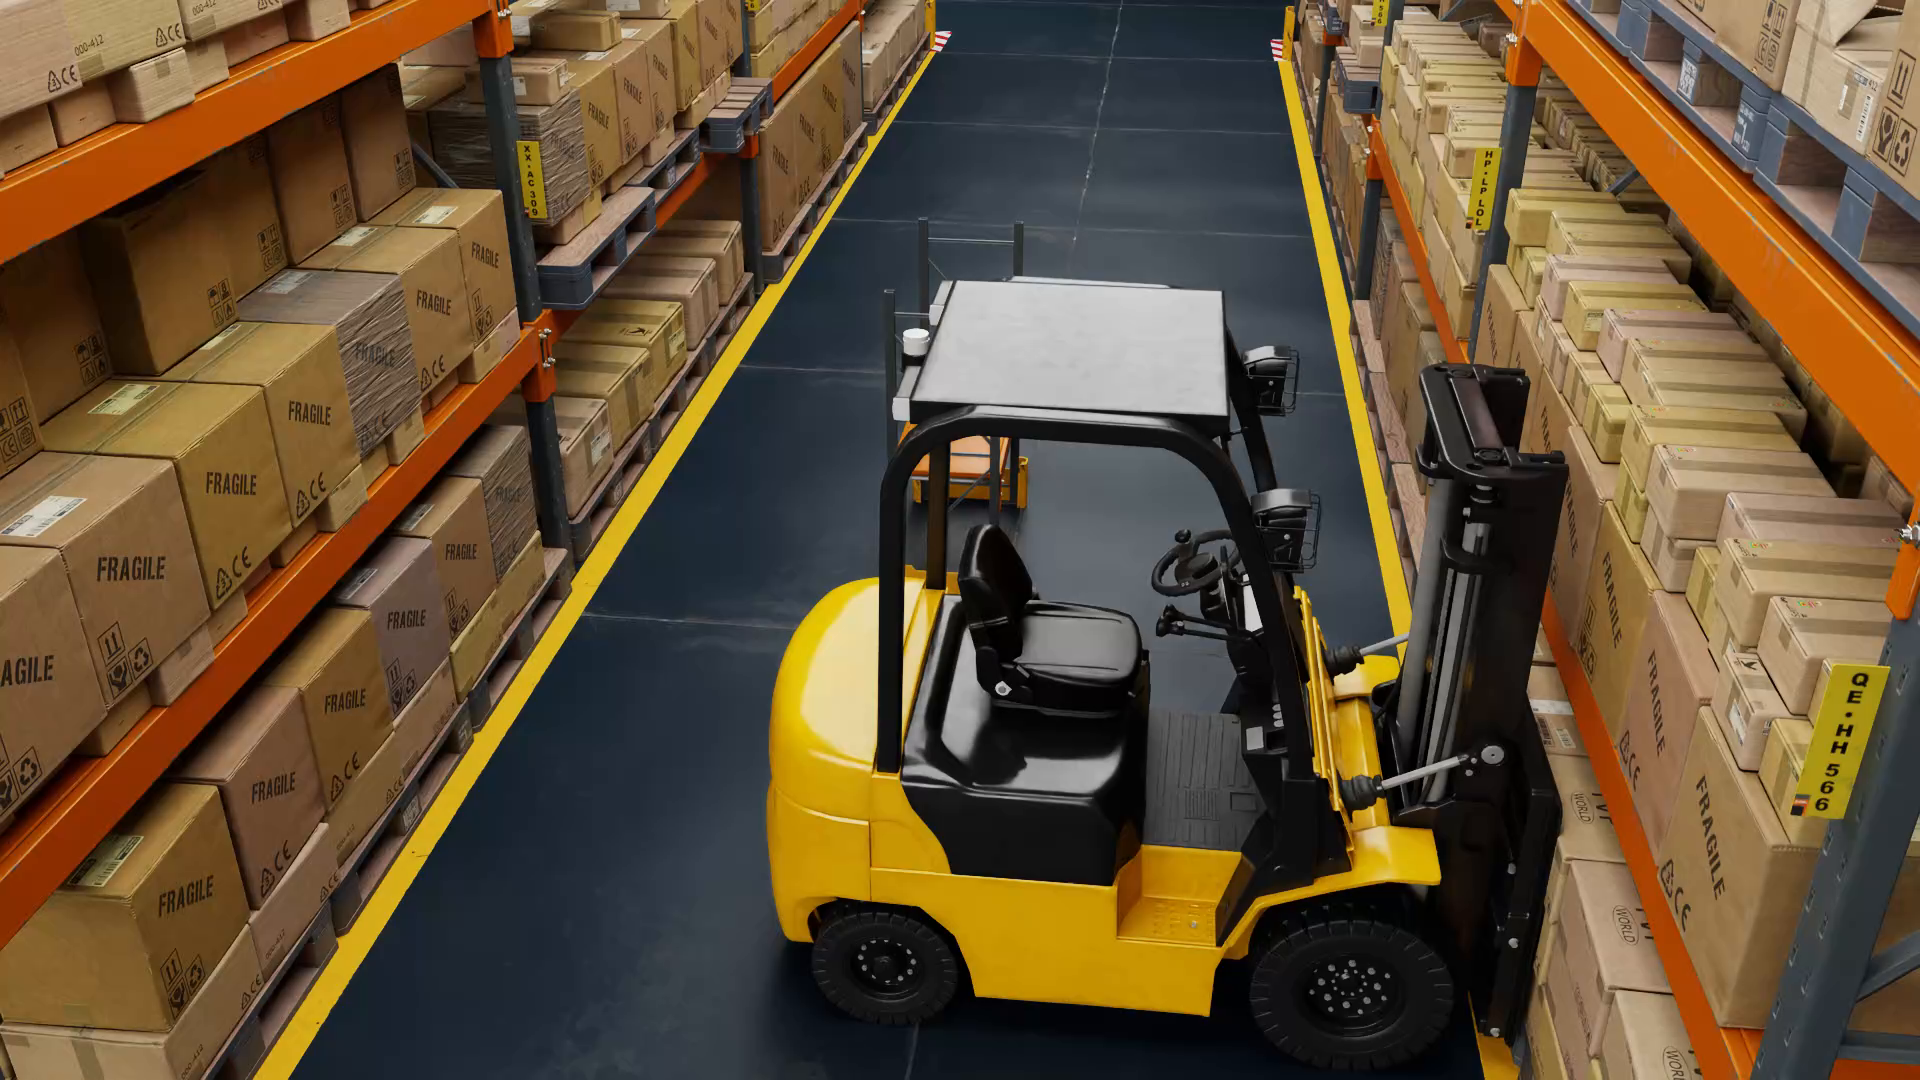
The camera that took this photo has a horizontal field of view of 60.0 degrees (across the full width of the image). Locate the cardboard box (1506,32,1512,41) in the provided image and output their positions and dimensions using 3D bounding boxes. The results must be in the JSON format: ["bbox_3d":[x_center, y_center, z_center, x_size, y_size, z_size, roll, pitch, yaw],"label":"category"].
[{"bbox_3d":[3.318,-2.788,9.474,0.380,0.149,0.250,4,29,8],"label":"cardboard box"}]

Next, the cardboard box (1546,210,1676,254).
[{"bbox_3d":[2.329,-1.069,5.968,0.380,0.149,0.250,4,29,7],"label":"cardboard box"}]

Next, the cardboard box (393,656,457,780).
[{"bbox_3d":[-2.267,0.653,6.332,0.500,0.250,0.500,4,29,7],"label":"cardboard box"}]

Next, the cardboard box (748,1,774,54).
[{"bbox_3d":[-1.542,-3.418,11.063,0.500,0.250,0.500,3,28,6],"label":"cardboard box"}]

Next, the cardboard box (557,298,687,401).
[{"bbox_3d":[-2.109,-1.098,9.454,0.950,0.372,0.625,4,29,8],"label":"cardboard box"}]

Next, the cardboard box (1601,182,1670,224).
[{"bbox_3d":[2.844,-1.353,6.809,0.380,0.149,0.250,3,28,5],"label":"cardboard box"}]

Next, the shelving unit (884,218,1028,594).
[{"bbox_3d":[-0.009,-0.624,7.828,0.587,1.500,1.083,3,28,6],"label":"shelving unit"}]

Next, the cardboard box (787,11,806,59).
[{"bbox_3d":[-1.424,-3.679,12.074,0.500,0.250,0.500,4,29,8],"label":"cardboard box"}]

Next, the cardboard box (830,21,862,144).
[{"bbox_3d":[-1.355,-3.876,14.079,0.875,0.875,0.875,4,29,8],"label":"cardboard box"}]

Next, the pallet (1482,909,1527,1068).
[{"bbox_3d":[2.302,1.305,5.605,1.003,0.211,1.213,3,28,6],"label":"pallet"}]

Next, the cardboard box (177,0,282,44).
[{"bbox_3d":[-2.311,-1.602,4.743,0.500,0.250,0.500,4,29,7],"label":"cardboard box"}]

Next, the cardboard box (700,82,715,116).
[{"bbox_3d":[-1.642,-2.577,9.692,0.380,0.149,0.250,2,28,4],"label":"cardboard box"}]

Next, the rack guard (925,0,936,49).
[{"bbox_3d":[-0.866,-5.717,18.334,1.175,0.500,0.348,3,28,6],"label":"rack guard"}]

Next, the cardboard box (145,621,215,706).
[{"bbox_3d":[-2.376,0.332,4.736,0.380,0.149,0.250,4,29,7],"label":"cardboard box"}]

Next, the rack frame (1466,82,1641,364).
[{"bbox_3d":[2.588,-0.870,6.703,1.000,3.000,0.127,3,28,6],"label":"rack frame"}]

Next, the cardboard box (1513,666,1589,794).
[{"bbox_3d":[2.023,0.646,5.290,0.500,0.250,0.500,3,28,5],"label":"cardboard box"}]

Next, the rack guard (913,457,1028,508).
[{"bbox_3d":[0.052,-0.309,8.559,0.587,0.250,0.087,3,28,6],"label":"rack guard"}]

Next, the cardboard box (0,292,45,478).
[{"bbox_3d":[-2.914,-0.380,4.320,0.700,0.500,0.500,4,29,7],"label":"cardboard box"}]

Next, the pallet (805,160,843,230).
[{"bbox_3d":[-1.526,-2.752,13.135,1.003,0.211,1.213,3,28,6],"label":"pallet"}]

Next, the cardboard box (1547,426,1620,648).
[{"bbox_3d":[2.083,-0.001,4.983,0.500,0.500,0.500,4,29,7],"label":"cardboard box"}]

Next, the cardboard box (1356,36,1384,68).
[{"bbox_3d":[2.777,-3.159,10.773,0.380,0.149,0.250,4,29,7],"label":"cardboard box"}]

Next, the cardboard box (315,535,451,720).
[{"bbox_3d":[-2.267,0.312,6.173,0.500,0.500,0.500,5,29,9],"label":"cardboard box"}]

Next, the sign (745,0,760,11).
[{"bbox_3d":[-1.309,-3.488,10.424,0.100,0.325,0.005,3,28,6],"label":"sign"}]

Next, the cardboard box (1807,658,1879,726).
[{"bbox_3d":[1.932,0.371,3.296,0.380,0.149,0.250,3,29,6],"label":"cardboard box"}]

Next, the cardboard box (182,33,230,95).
[{"bbox_3d":[-2.320,-1.356,4.707,0.380,0.149,0.250,3,28,5],"label":"cardboard box"}]

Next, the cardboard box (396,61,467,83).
[{"bbox_3d":[-2.451,-1.981,7.903,0.500,0.500,0.500,4,29,6],"label":"cardboard box"}]

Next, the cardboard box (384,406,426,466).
[{"bbox_3d":[-2.197,-0.399,6.093,0.380,0.149,0.250,3,28,5],"label":"cardboard box"}]

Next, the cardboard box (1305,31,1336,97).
[{"bbox_3d":[3.618,-4.432,15.507,0.700,0.500,0.500,2,28,4],"label":"cardboard box"}]

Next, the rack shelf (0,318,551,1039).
[{"bbox_3d":[-2.584,0.101,5.658,1.077,0.370,4.000,3,28,6],"label":"rack shelf"}]

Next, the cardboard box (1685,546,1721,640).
[{"bbox_3d":[1.998,0.147,4.026,0.380,0.149,0.250,3,28,6],"label":"cardboard box"}]

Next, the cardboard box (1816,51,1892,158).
[{"bbox_3d":[1.898,-0.834,3.190,0.380,0.149,0.250,3,28,5],"label":"cardboard box"}]

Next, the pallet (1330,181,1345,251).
[{"bbox_3d":[3.359,-2.447,12.571,1.003,0.211,1.213,3,28,6],"label":"pallet"}]

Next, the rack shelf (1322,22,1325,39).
[{"bbox_3d":[3.813,-5.261,15.611,1.077,0.370,4.000,3,28,6],"label":"rack shelf"}]

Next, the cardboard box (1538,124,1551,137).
[{"bbox_3d":[3.104,-1.967,8.369,0.500,0.250,0.500,3,28,5],"label":"cardboard box"}]

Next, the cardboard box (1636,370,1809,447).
[{"bbox_3d":[2.114,-0.351,4.636,0.380,0.149,0.250,4,29,7],"label":"cardboard box"}]

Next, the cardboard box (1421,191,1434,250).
[{"bbox_3d":[2.537,-1.526,8.078,0.500,0.250,0.500,4,29,7],"label":"cardboard box"}]

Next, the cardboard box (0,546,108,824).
[{"bbox_3d":[-2.496,0.344,4.030,0.500,0.500,0.500,3,28,5],"label":"cardboard box"}]

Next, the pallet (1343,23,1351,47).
[{"bbox_3d":[3.311,-3.584,11.943,1.003,0.211,1.213,3,28,6],"label":"pallet"}]

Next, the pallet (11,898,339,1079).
[{"bbox_3d":[-2.685,1.537,5.174,1.003,0.211,1.213,3,28,6],"label":"pallet"}]

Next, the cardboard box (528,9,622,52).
[{"bbox_3d":[-1.900,-2.521,8.220,0.380,0.149,0.250,5,29,9],"label":"cardboard box"}]

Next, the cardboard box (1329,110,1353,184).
[{"bbox_3d":[3.164,-3.020,12.886,0.500,0.500,0.500,3,28,5],"label":"cardboard box"}]

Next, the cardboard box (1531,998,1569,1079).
[{"bbox_3d":[1.912,1.565,4.639,0.500,0.250,0.500,3,28,6],"label":"cardboard box"}]

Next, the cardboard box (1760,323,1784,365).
[{"bbox_3d":[2.659,-0.562,5.028,0.380,0.149,0.250,3,28,6],"label":"cardboard box"}]

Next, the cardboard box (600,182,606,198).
[{"bbox_3d":[-1.960,-1.728,8.117,0.380,0.149,0.250,5,29,9],"label":"cardboard box"}]

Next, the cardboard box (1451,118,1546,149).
[{"bbox_3d":[2.500,-1.860,7.750,0.380,0.149,0.250,3,28,5],"label":"cardboard box"}]

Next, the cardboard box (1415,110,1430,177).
[{"bbox_3d":[2.599,-1.990,8.412,0.500,0.250,0.500,4,29,7],"label":"cardboard box"}]

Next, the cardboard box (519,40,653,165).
[{"bbox_3d":[-1.862,-2.189,8.288,0.500,0.500,0.500,3,28,6],"label":"cardboard box"}]

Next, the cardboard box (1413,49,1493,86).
[{"bbox_3d":[2.689,-2.578,9.083,0.380,0.149,0.250,4,29,7],"label":"cardboard box"}]

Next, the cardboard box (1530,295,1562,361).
[{"bbox_3d":[2.149,-0.707,5.611,0.380,0.149,0.250,4,29,7],"label":"cardboard box"}]

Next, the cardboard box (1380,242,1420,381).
[{"bbox_3d":[2.916,-1.292,9.546,0.875,0.625,0.625,4,29,8],"label":"cardboard box"}]

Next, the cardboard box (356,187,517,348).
[{"bbox_3d":[-2.147,-1.108,6.726,0.500,0.500,0.500,3,28,5],"label":"cardboard box"}]

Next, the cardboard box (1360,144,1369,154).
[{"bbox_3d":[2.966,-2.622,11.463,0.380,0.149,0.250,2,28,5],"label":"cardboard box"}]

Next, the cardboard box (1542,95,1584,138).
[{"bbox_3d":[3.077,-2.068,8.136,0.380,0.149,0.250,4,29,7],"label":"cardboard box"}]

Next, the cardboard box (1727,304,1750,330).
[{"bbox_3d":[2.773,-0.666,5.533,0.380,0.149,0.250,4,29,6],"label":"cardboard box"}]
